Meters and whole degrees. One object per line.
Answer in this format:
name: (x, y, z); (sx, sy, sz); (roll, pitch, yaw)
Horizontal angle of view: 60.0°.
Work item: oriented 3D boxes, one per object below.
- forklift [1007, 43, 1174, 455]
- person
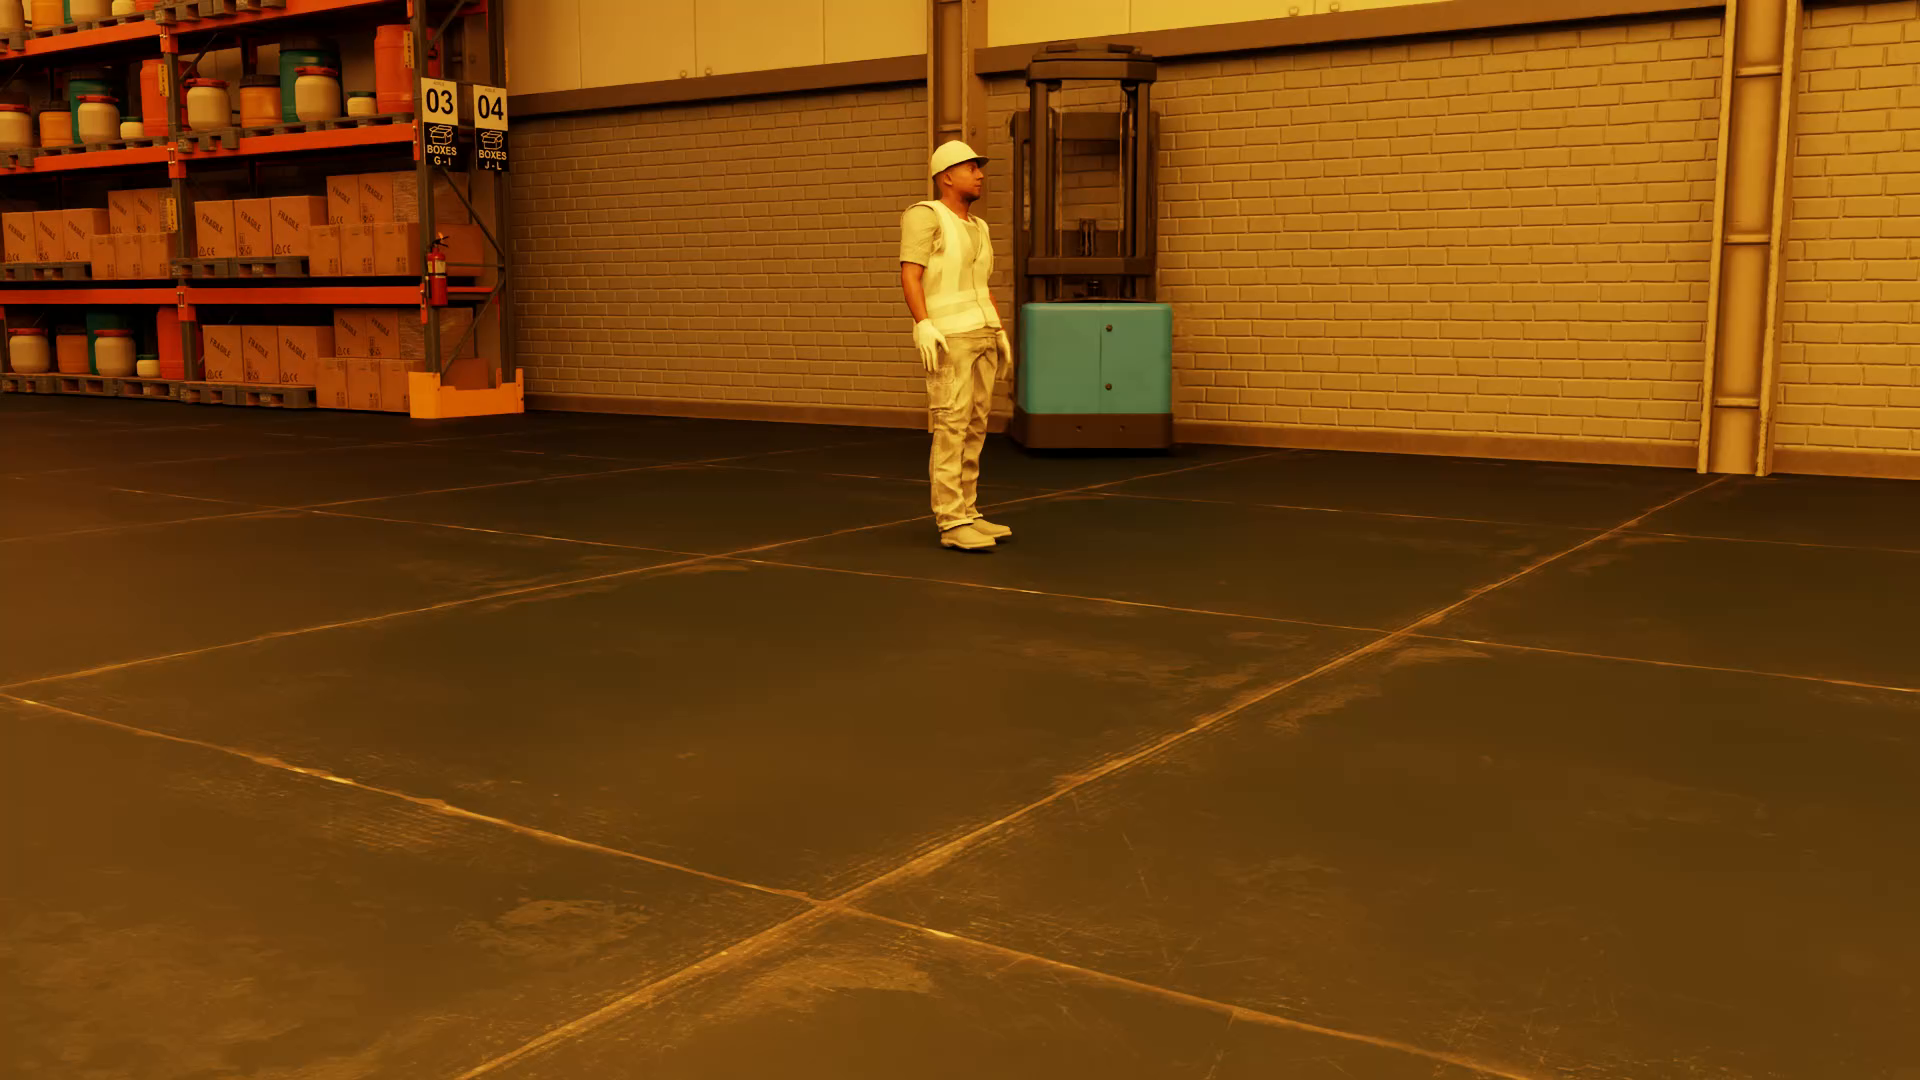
forklift: (0.945, -2.231, 12.883); (1.130, 2.935, 3.031); (0, 8, -1)
person: (0.054, -0.883, 7.430); (0.577, 1.782, 0.656); (5, 10, 34)
